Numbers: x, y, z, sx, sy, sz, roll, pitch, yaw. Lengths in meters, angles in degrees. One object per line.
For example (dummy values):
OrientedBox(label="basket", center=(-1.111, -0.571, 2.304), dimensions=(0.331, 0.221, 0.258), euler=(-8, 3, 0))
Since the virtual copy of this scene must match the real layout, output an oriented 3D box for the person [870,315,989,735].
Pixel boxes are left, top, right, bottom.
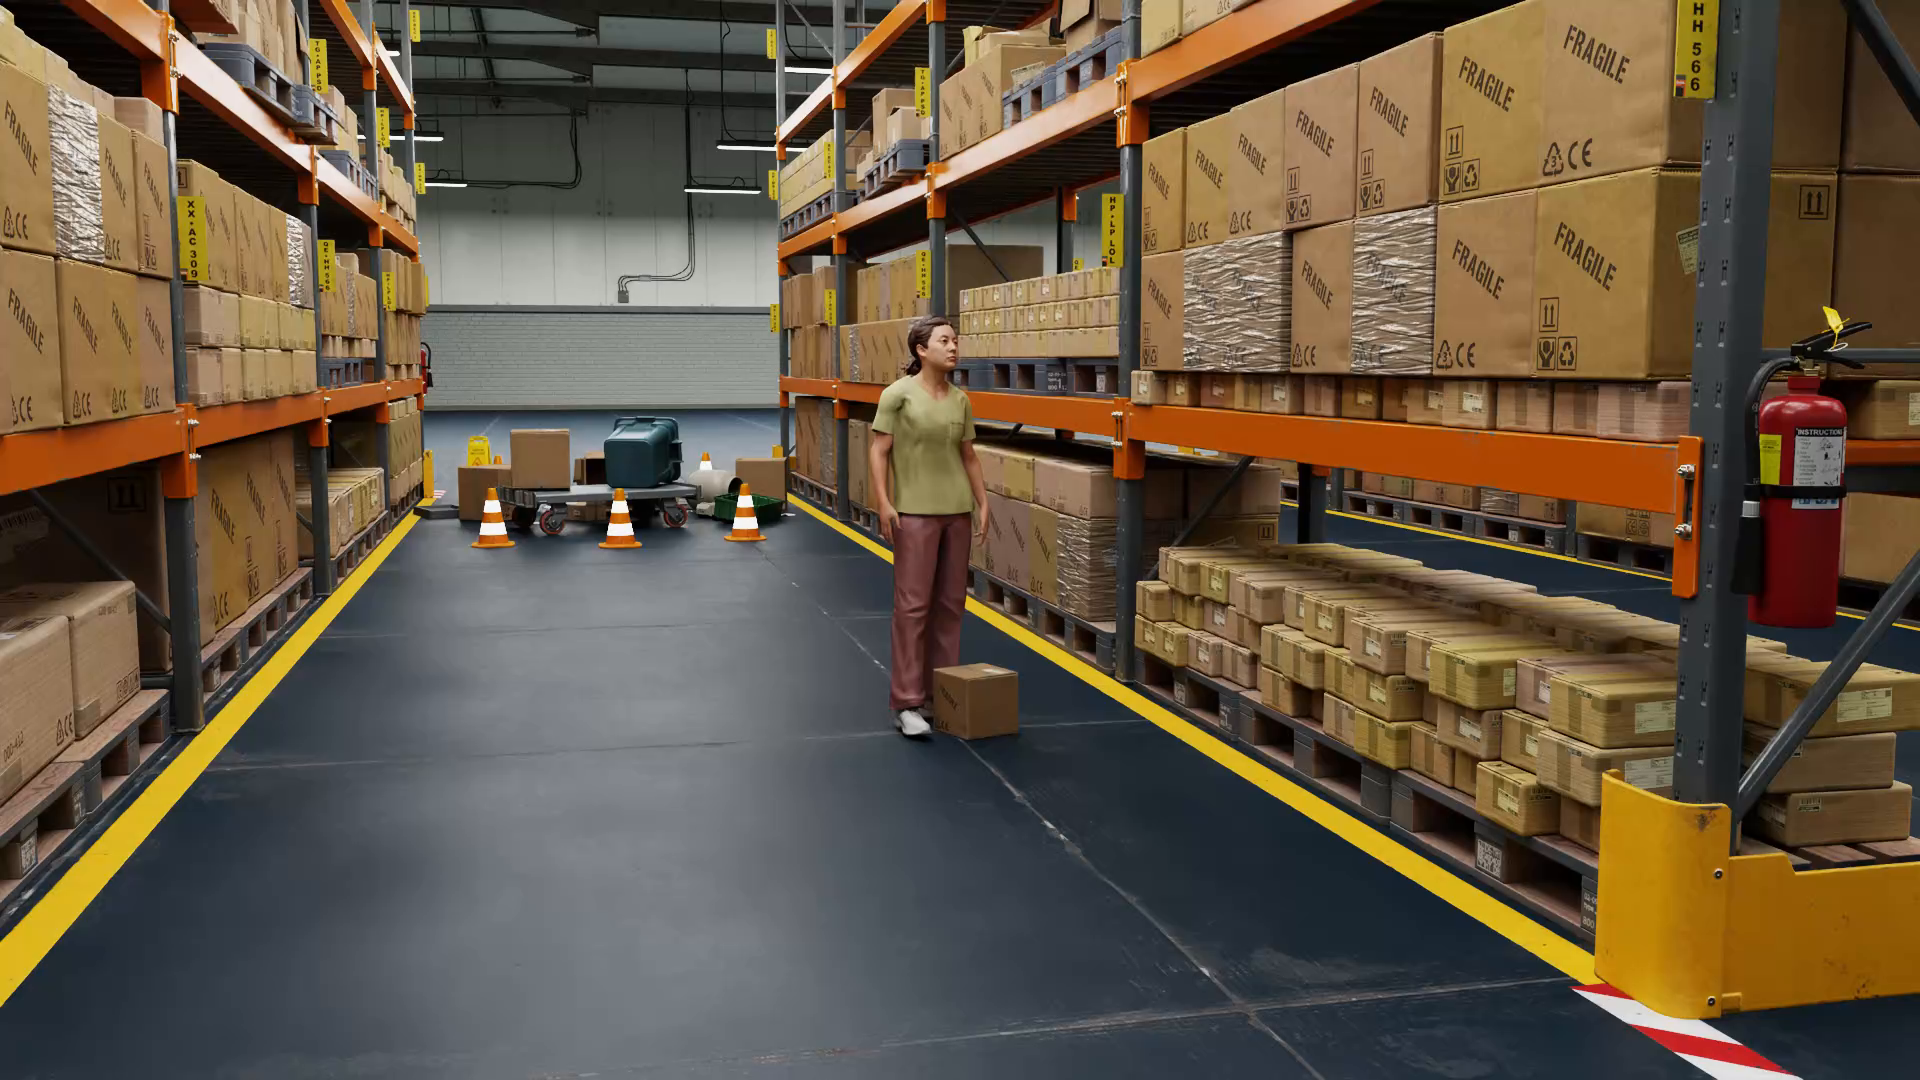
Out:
OrientedBox(label="person", center=(-0.080, -0.077, 6.820), dimensions=(0.554, 1.662, 0.547), euler=(-4, 7, -32))
